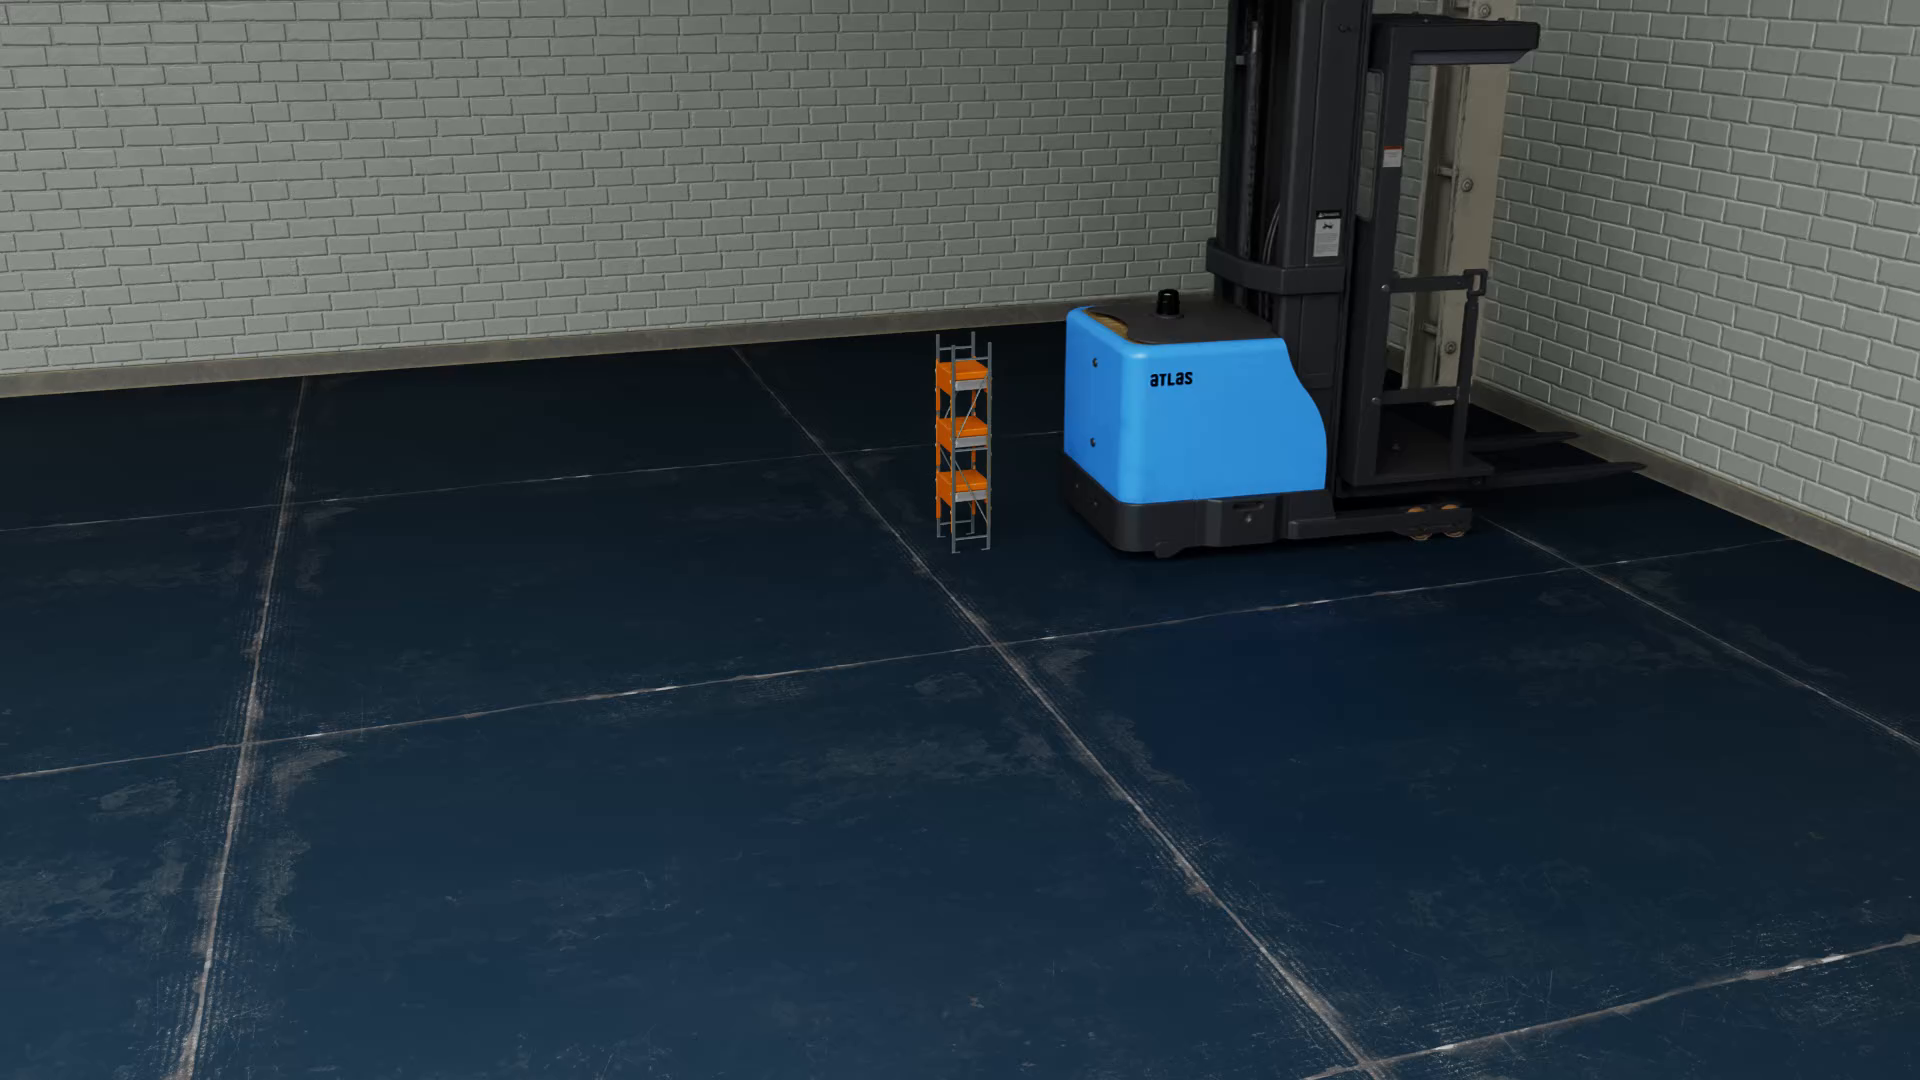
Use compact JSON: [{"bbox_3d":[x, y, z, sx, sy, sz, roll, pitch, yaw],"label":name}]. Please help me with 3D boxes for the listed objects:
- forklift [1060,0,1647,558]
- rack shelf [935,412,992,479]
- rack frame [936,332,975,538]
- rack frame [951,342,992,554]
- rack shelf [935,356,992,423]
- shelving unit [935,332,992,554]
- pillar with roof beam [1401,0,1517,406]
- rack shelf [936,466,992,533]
[{"bbox_3d":[2.109,-1.543,8.376,3.031,2.935,1.130,-5,20,-14],"label":"forklift"},{"bbox_3d":[0.017,-0.467,8.195,0.215,0.259,0.240,-6,21,-17],"label":"rack shelf"},{"bbox_3d":[-0.022,-0.516,8.300,0.200,1.050,0.008,-6,21,-17],"label":"rack frame"},{"bbox_3d":[0.055,-0.438,8.082,0.200,1.050,0.008,-6,21,-17],"label":"rack frame"},{"bbox_3d":[0.017,-0.734,8.099,0.215,0.259,0.240,-6,21,-17],"label":"rack shelf"},{"bbox_3d":[0.017,-0.477,8.191,0.215,1.050,0.252,-6,21,-17],"label":"shelving unit"},{"bbox_3d":[-0.910,-4.732,8.280,9.100,9.000,0.400,-6,21,-17],"label":"pillar with roof beam"},{"bbox_3d":[0.017,-0.205,8.289,0.215,0.259,0.240,-6,21,-17],"label":"rack shelf"}]
